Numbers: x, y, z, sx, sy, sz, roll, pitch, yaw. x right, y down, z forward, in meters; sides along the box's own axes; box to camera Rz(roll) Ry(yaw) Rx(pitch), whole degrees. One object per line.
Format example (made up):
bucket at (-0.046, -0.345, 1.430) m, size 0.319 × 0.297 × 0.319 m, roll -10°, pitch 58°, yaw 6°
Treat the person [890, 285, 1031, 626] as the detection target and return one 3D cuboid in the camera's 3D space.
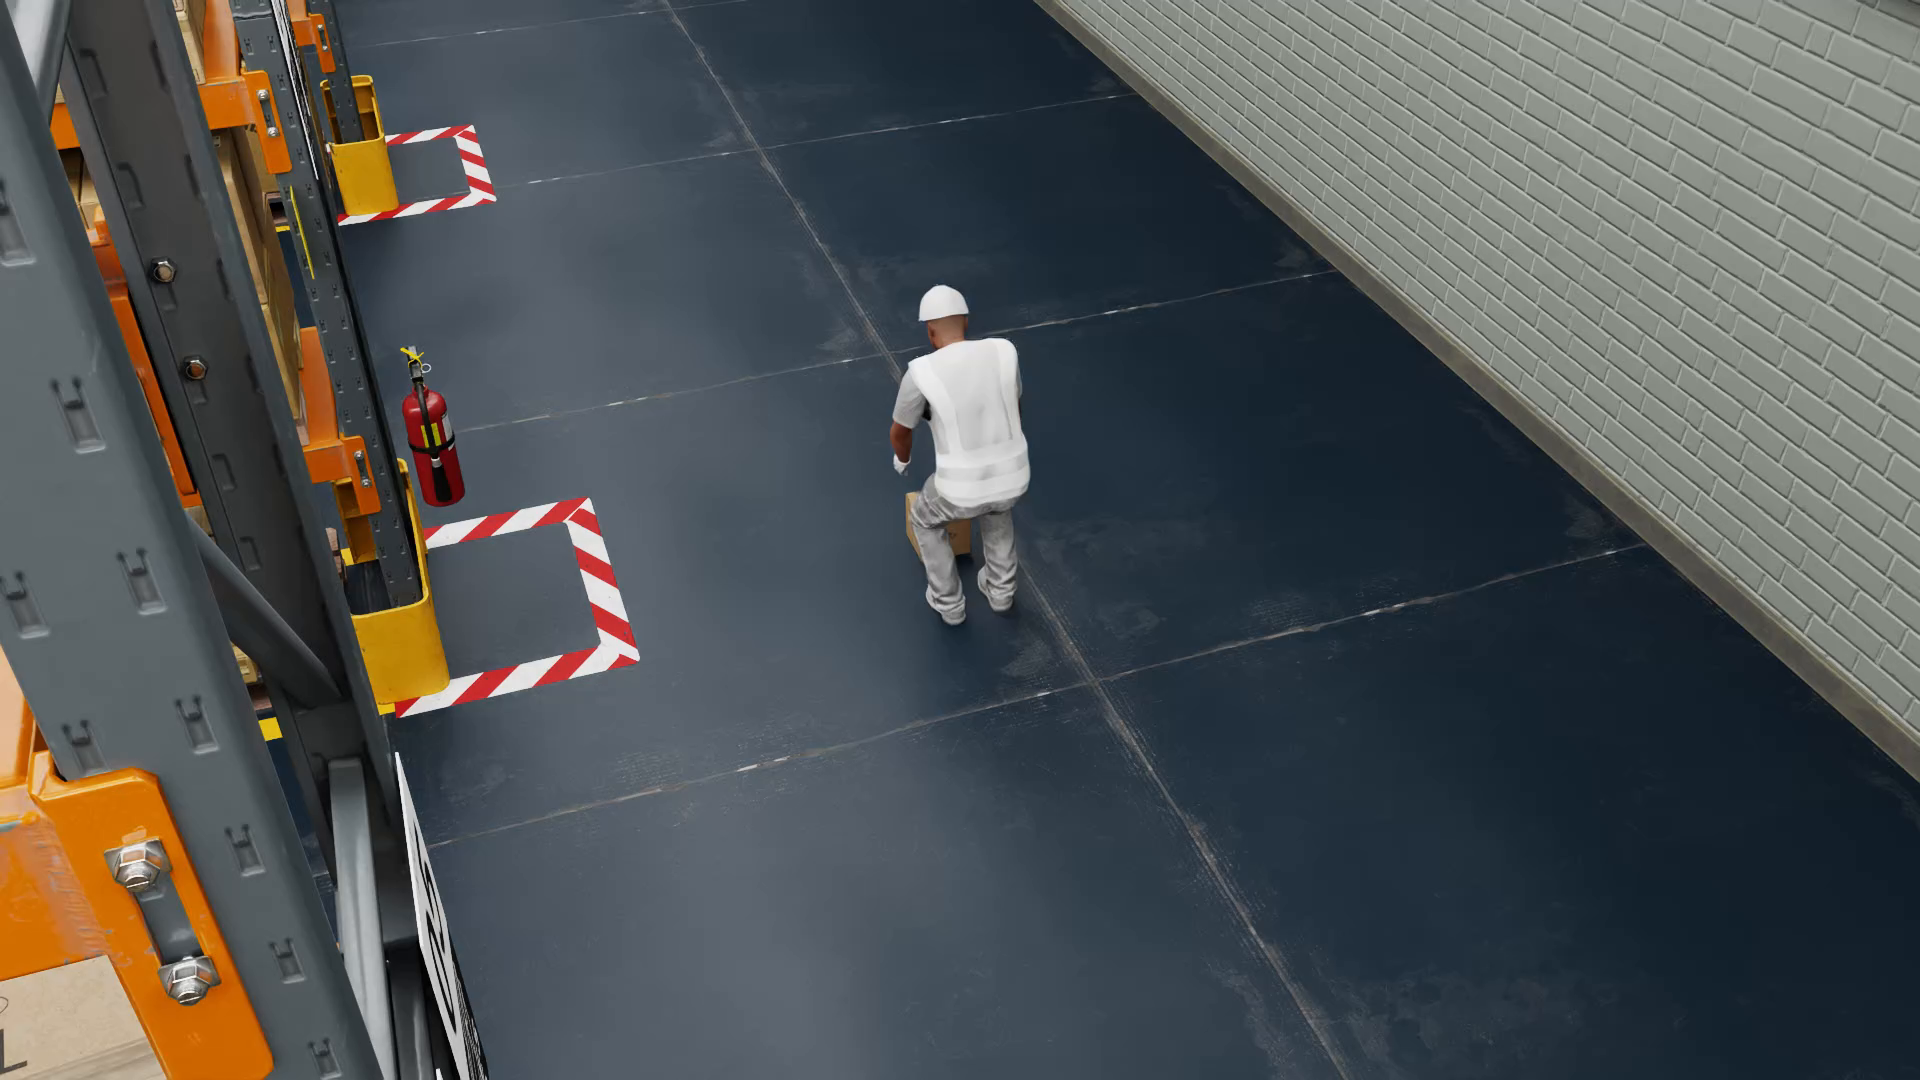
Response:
person at (0.003, -0.336, 7.399) m, size 0.606 × 1.552 × 0.674 m, roll -12°, pitch 39°, yaw -15°
